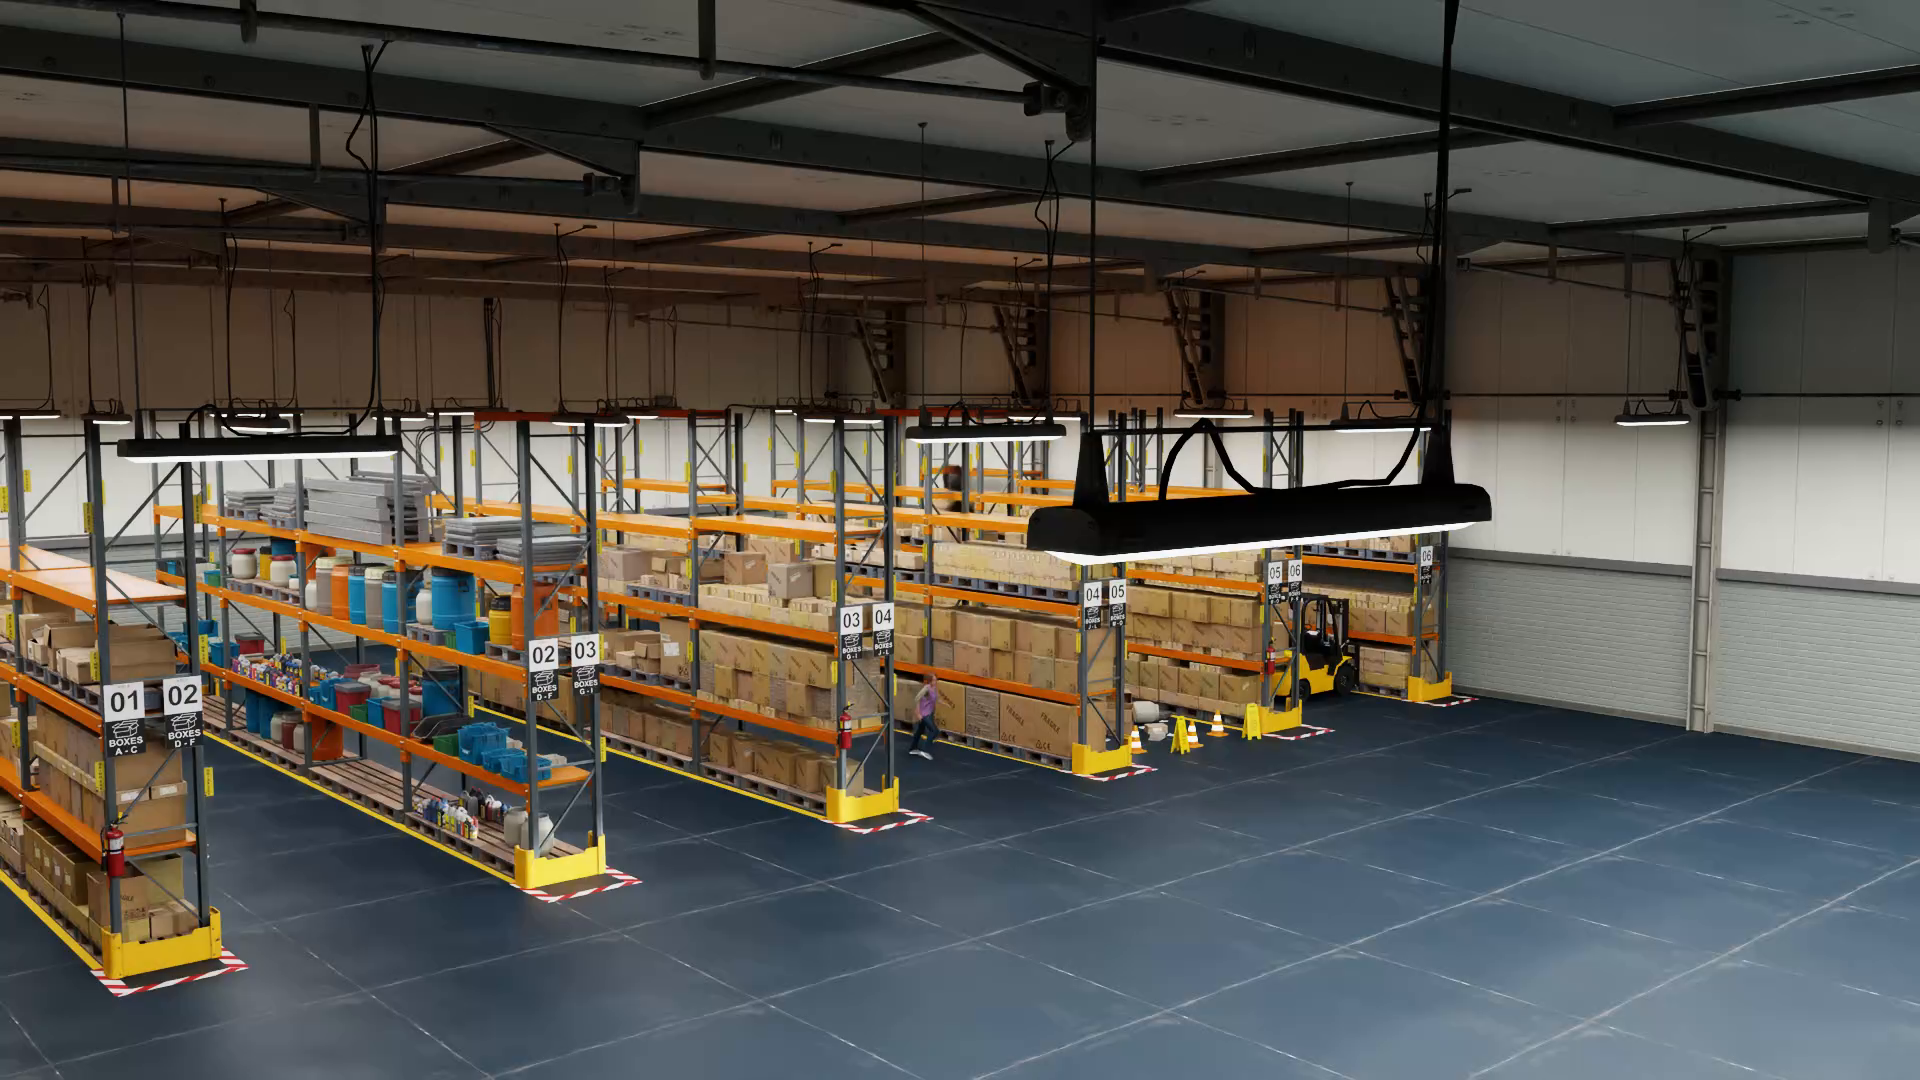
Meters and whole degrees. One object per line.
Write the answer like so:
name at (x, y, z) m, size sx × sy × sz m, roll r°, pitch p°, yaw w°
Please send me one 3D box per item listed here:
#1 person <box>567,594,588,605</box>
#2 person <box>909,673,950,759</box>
person at (-9.395, 1.846, 40.937) m, size 0.648 × 1.839 × 0.768 m, roll 0°, pitch 5°, yaw 3°
person at (-0.548, 3.055, 28.948) m, size 0.758 × 1.551 × 0.555 m, roll 1°, pitch 5°, yaw 8°
